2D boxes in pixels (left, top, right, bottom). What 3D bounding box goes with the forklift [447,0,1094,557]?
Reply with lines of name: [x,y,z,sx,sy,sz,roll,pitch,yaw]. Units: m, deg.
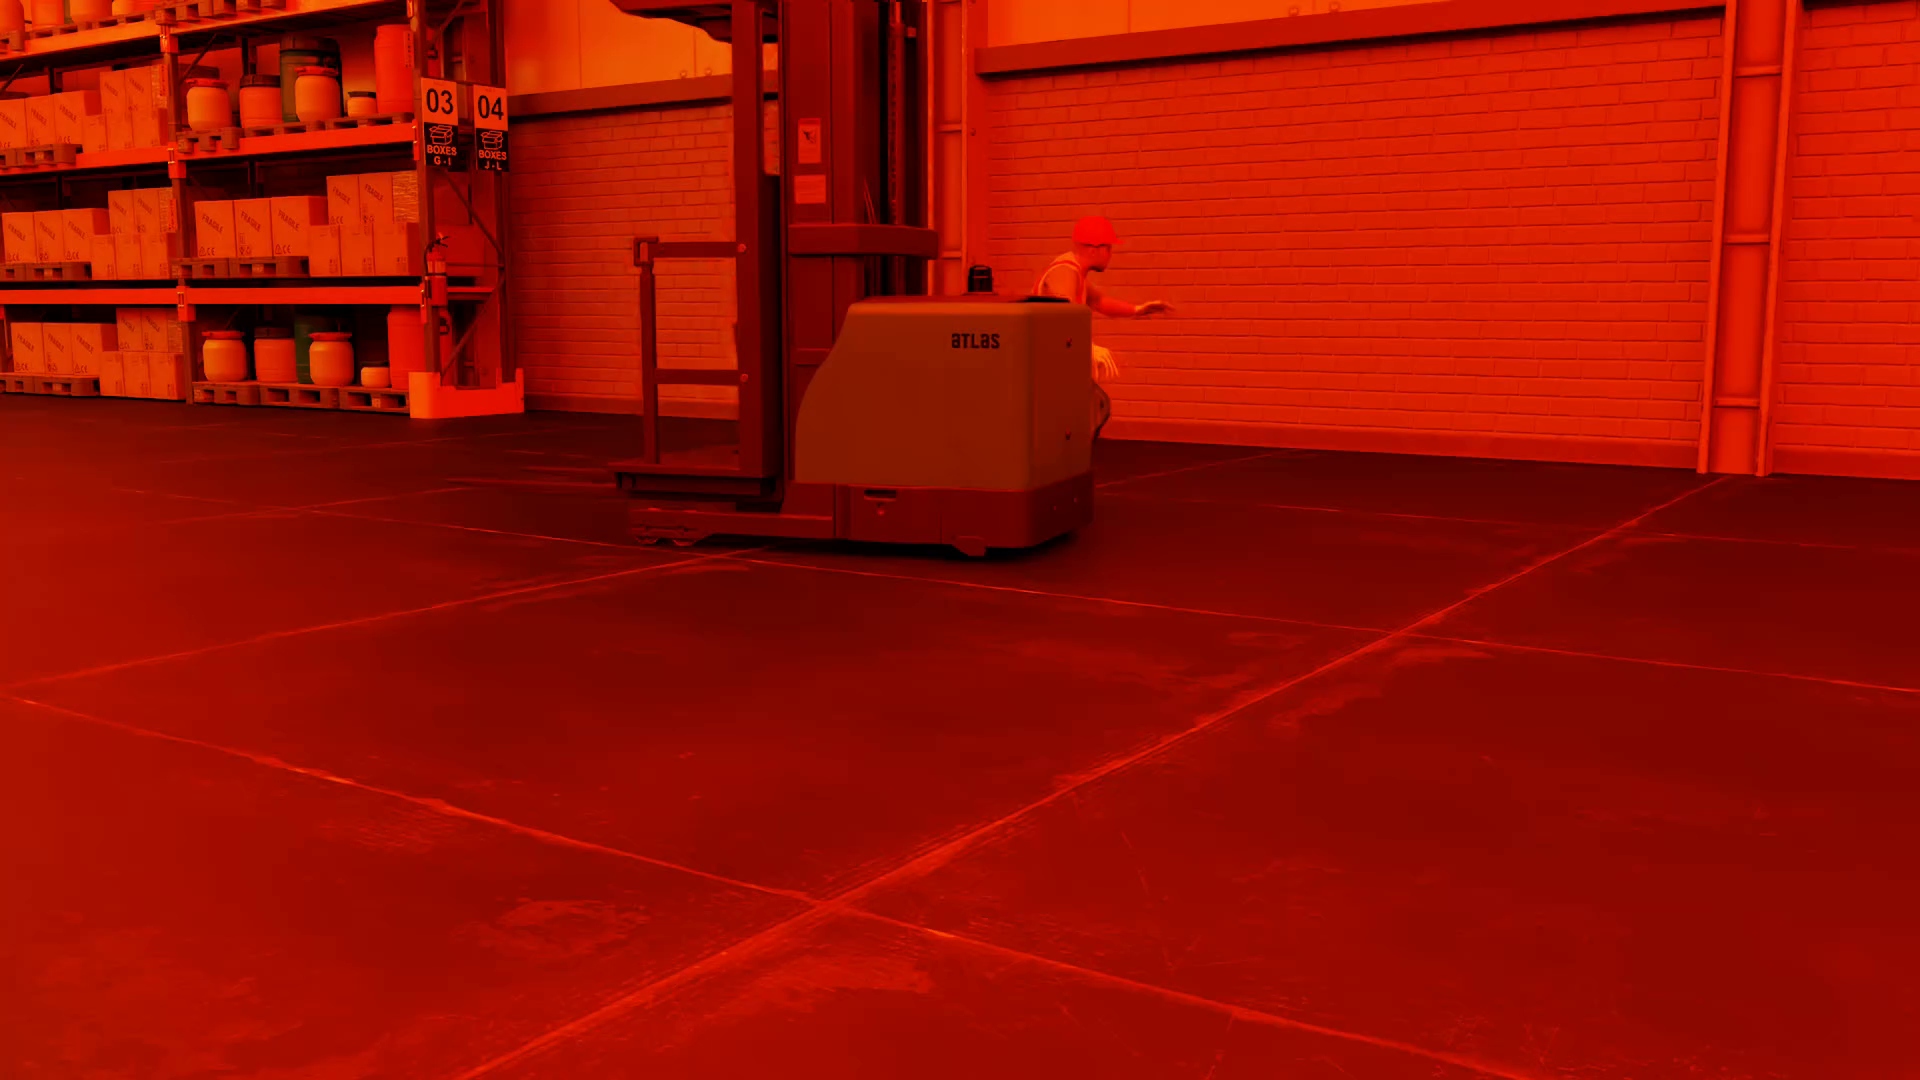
forklift: [-0.953,-1.486,7.645,3.031,2.935,1.130,3,9,21]

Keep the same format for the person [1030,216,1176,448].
person: [0.695,-0.901,8.566,0.930,1.525,1.187,0,8,0]
